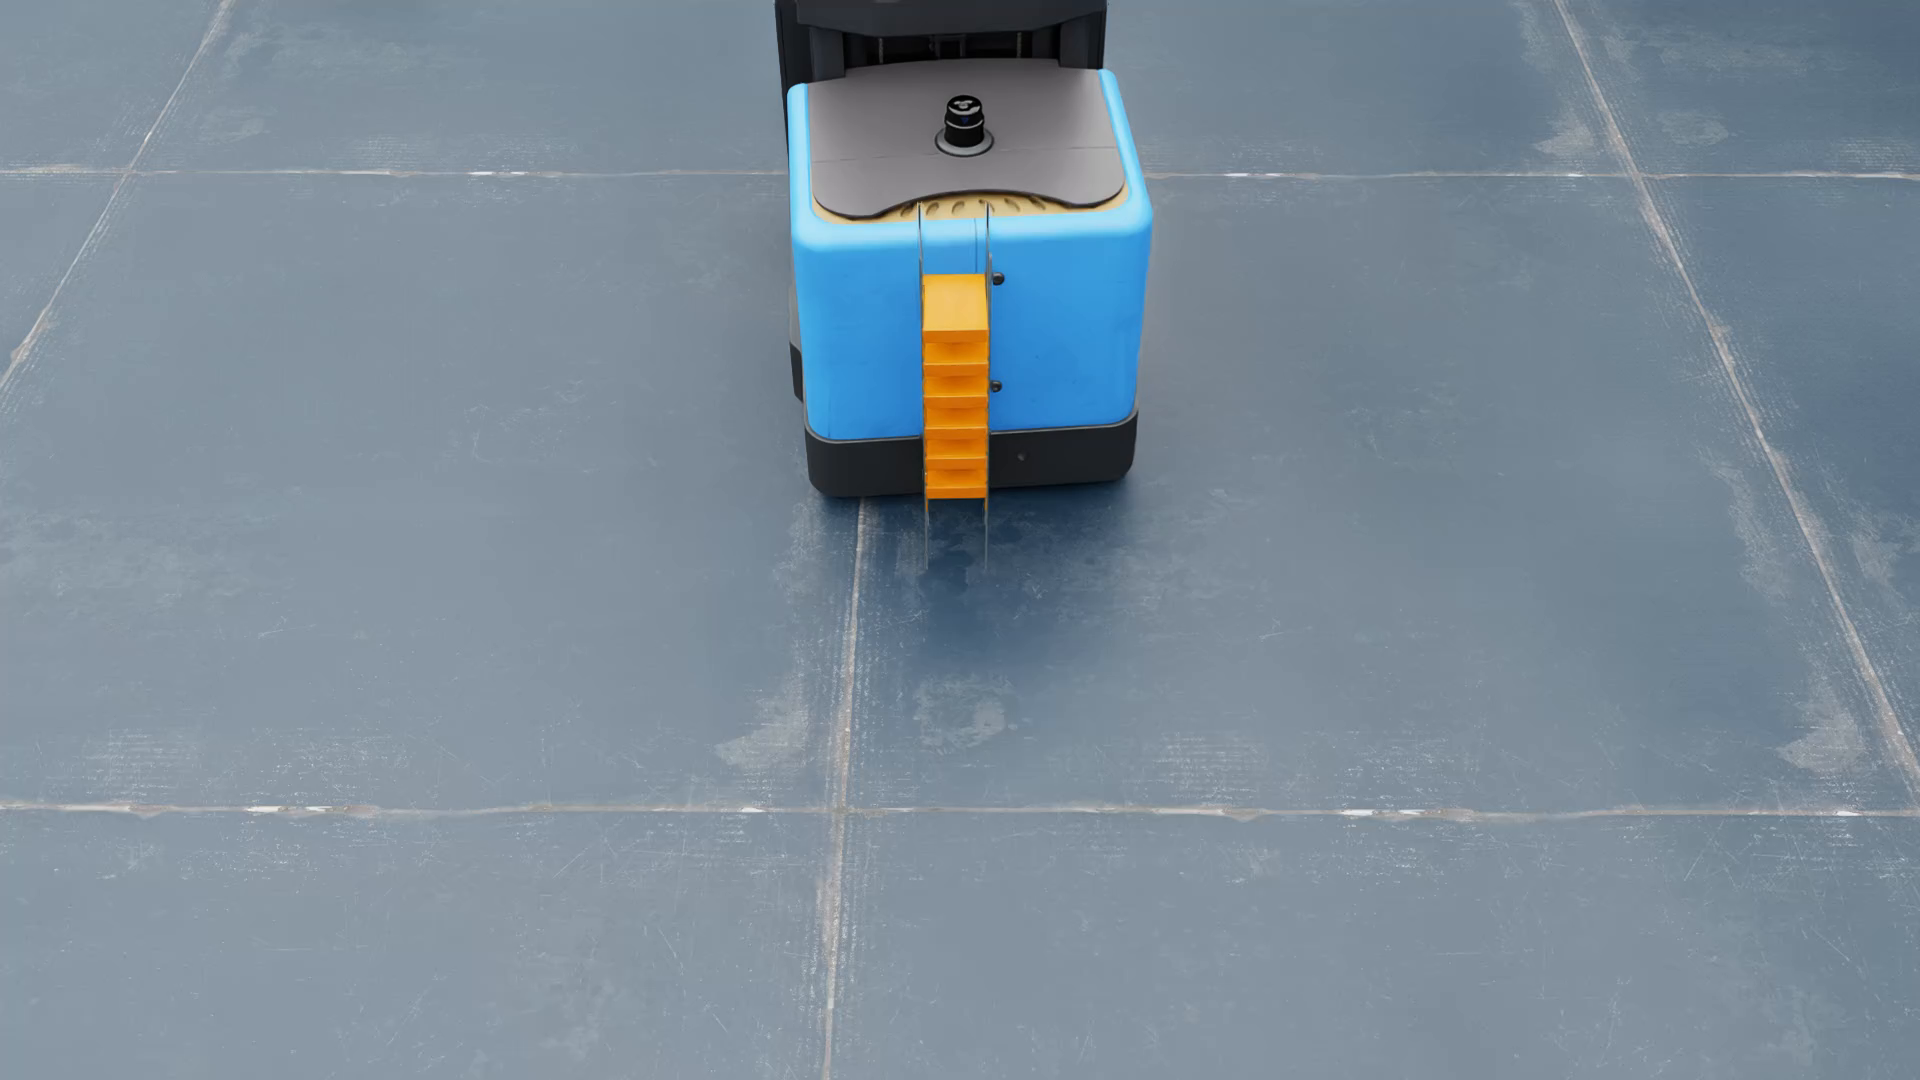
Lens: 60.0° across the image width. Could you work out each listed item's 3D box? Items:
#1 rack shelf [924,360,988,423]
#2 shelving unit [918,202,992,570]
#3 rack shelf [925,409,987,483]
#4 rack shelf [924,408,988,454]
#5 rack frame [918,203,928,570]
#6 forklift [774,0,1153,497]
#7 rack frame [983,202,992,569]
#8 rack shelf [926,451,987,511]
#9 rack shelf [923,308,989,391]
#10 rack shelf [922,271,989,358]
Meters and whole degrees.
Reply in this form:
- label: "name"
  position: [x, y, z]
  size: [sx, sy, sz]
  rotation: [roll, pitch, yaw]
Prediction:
- label: "rack shelf"
  position: [-0.014, -0.458, 4.752]
  size: [0.180, 0.103, 0.258]
  rotation: [-1, 47, -1]
- label: "shelving unit"
  position: [-0.014, -0.406, 4.808]
  size: [0.189, 1.200, 0.258]
  rotation: [-1, 47, -1]
- label: "rack shelf"
  position: [-0.014, -0.294, 4.928]
  size: [0.180, 0.103, 0.258]
  rotation: [-1, 47, -1]
- label: "rack shelf"
  position: [-0.014, -0.376, 4.840]
  size: [0.180, 0.103, 0.258]
  rotation: [-1, 47, -1]
- label: "rack frame"
  position: [-0.105, -0.404, 4.806]
  size: [0.006, 1.200, 0.240]
  rotation: [-1, 47, -1]
- label: "forklift"
  position: [-0.084, -2.215, 5.310]
  size: [1.130, 2.935, 3.031]
  rotation: [-4, 47, -3]
- label: "rack frame"
  position: [0.078, -0.408, 4.809]
  size: [0.006, 1.200, 0.240]
  rotation: [-1, 47, -1]
- label: "rack shelf"
  position: [-0.014, -0.212, 5.016]
  size: [0.180, 0.103, 0.258]
  rotation: [-1, 47, -1]
- label: "rack shelf"
  position: [-0.014, -0.540, 4.665]
  size: [0.180, 0.103, 0.258]
  rotation: [-1, 47, -1]
- label: "rack shelf"
  position: [-0.014, -0.621, 4.577]
  size: [0.180, 0.103, 0.258]
  rotation: [-1, 47, -1]
